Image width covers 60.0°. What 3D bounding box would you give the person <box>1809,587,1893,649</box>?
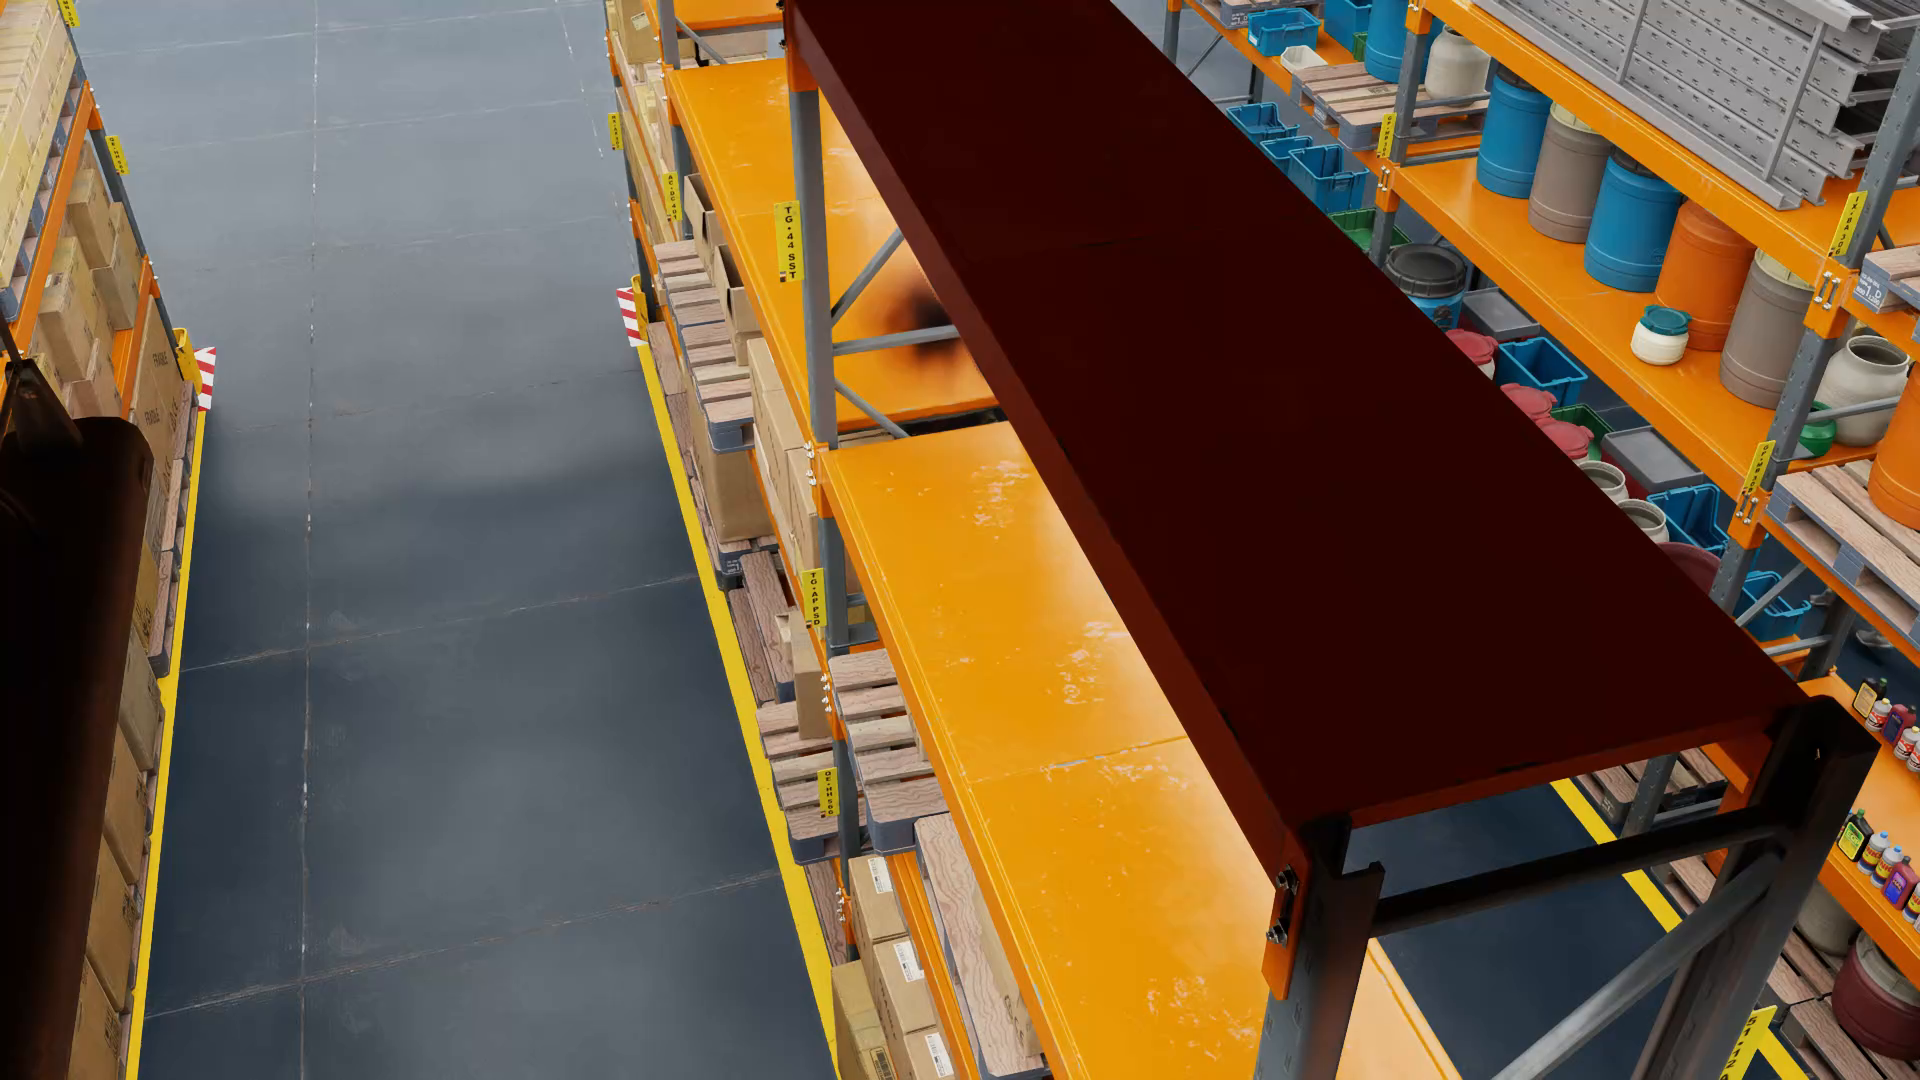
[{"bbox_3d":[6.352,-0.005,11.491,0.584,1.748,0.760,-13,40,-16],"label":"person"}]
